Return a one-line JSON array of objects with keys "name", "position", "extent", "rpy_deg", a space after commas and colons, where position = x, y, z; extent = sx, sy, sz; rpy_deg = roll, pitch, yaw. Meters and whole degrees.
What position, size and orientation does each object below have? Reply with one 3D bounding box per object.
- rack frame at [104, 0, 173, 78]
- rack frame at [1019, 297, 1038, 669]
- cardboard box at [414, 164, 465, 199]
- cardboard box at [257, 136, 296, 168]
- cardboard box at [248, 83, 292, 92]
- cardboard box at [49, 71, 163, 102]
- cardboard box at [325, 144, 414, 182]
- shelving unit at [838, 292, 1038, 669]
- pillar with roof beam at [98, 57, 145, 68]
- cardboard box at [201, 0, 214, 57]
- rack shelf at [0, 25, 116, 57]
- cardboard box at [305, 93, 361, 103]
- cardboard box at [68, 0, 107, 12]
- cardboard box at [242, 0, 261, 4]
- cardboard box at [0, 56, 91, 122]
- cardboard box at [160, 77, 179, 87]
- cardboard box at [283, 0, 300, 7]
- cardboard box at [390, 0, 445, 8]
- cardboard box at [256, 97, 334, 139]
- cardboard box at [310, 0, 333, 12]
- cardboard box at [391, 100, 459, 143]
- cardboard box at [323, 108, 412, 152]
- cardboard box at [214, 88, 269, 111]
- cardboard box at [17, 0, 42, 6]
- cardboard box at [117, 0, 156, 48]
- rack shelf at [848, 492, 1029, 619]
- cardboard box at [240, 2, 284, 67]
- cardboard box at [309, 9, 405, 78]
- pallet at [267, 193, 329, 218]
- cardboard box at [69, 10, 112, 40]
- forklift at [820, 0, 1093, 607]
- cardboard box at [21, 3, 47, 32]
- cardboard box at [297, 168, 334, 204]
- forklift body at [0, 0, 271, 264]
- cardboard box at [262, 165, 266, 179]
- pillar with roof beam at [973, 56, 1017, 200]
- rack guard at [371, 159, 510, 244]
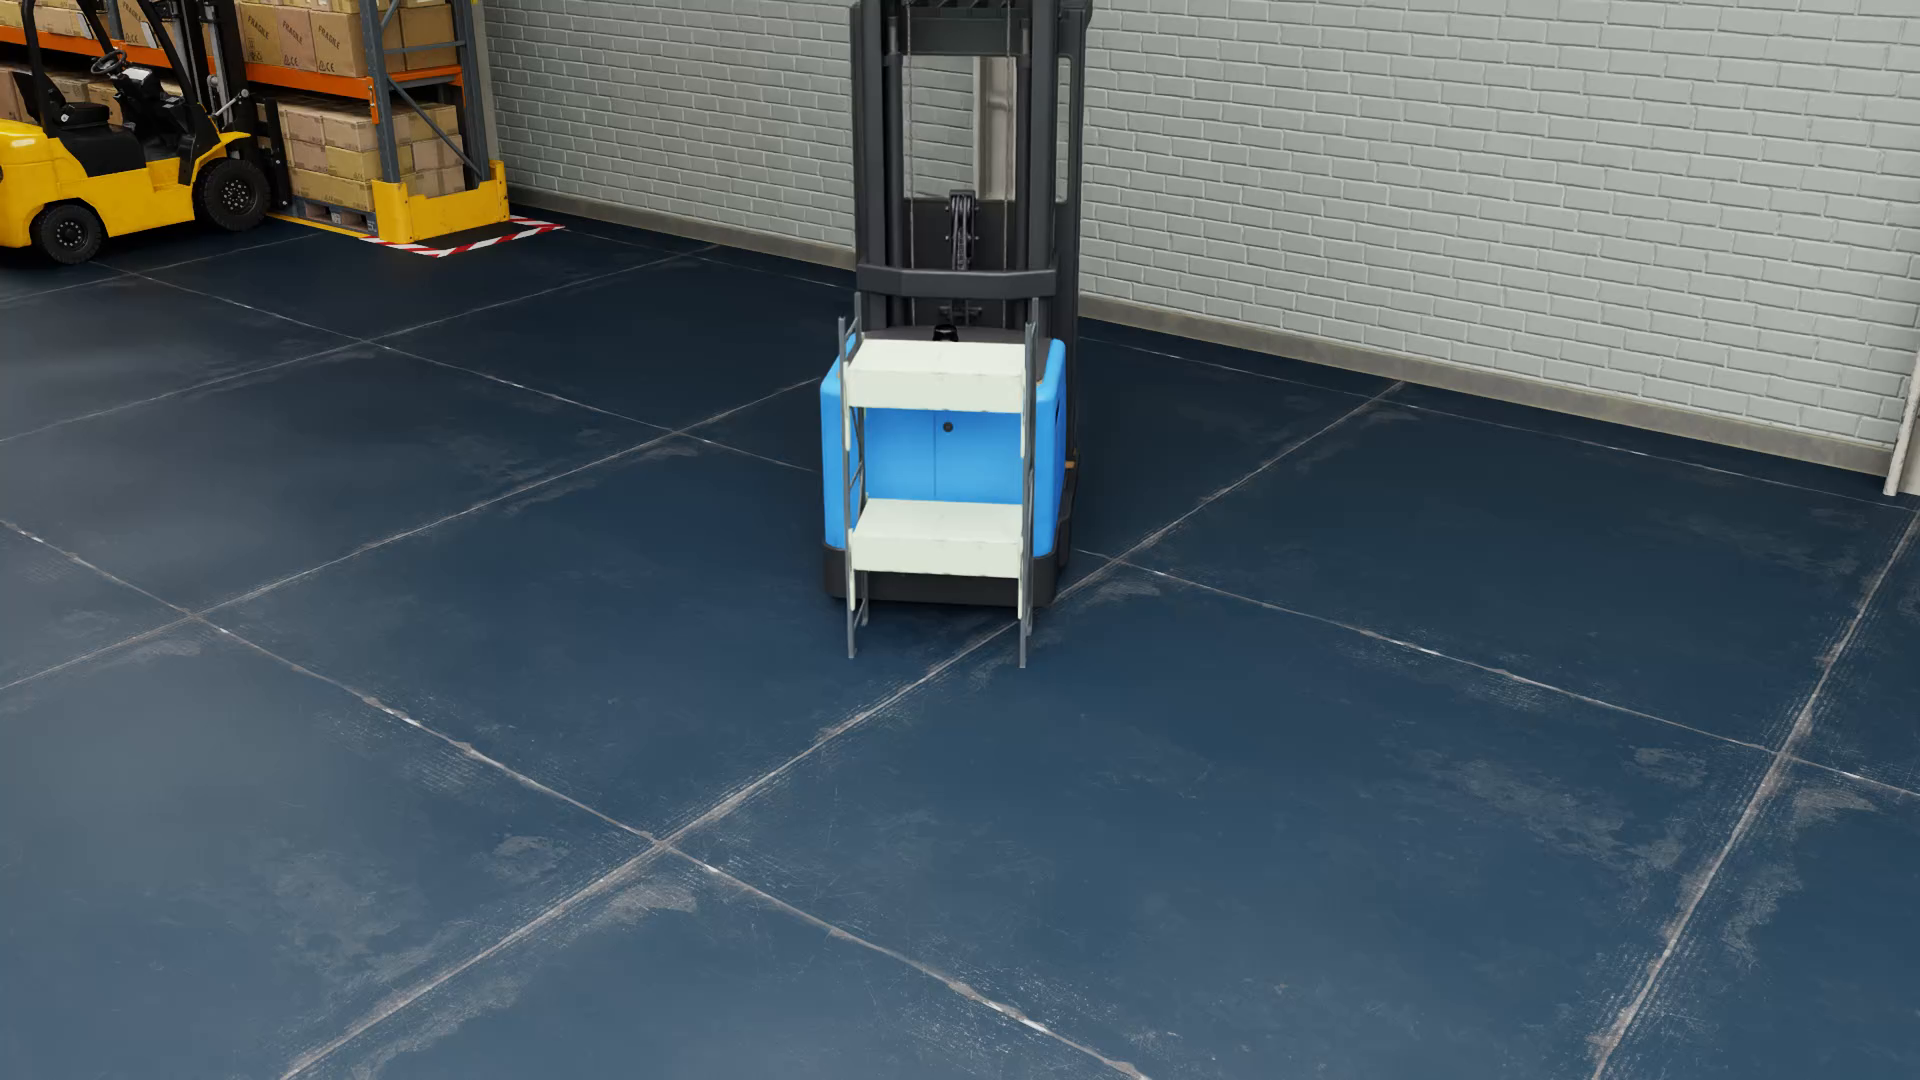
[{"name": "rack frame", "position": [-7.649, -5.029, 15.944], "extent": [0.127, 3.000, 1.000], "rpy_deg": [17, 29, 33]}, {"name": "rack frame", "position": [0.285, -0.221, 6.891], "extent": [0.023, 1.500, 0.400], "rpy_deg": [3, 24, 6]}, {"name": "cardboard box", "position": [-4.724, -3.178, 14.631], "extent": [0.500, 0.250, 0.500], "rpy_deg": [17, 29, 34]}, {"name": "cardboard box", "position": [-5.846, -3.484, 14.707], "extent": [0.500, 0.250, 0.500], "rpy_deg": [16, 28, 32]}, {"name": "cardboard box", "position": [-6.329, -4.120, 15.529], "extent": [0.500, 0.250, 0.500], "rpy_deg": [17, 29, 34]}, {"name": "cardboard box", "position": [-8.690, -4.447, 17.048], "extent": [0.625, 0.625, 0.875], "rpy_deg": [16, 29, 33]}, {"name": "cardboard box", "position": [-5.026, -3.242, 14.156], "extent": [0.500, 0.250, 0.500], "rpy_deg": [16, 29, 33]}, {"name": "shelving unit", "position": [-0.078, -0.238, 6.930], "extent": [0.755, 1.500, 0.431], "rpy_deg": [3, 24, 6]}, {"name": "pillar with roof beam", "position": [-11.848, -7.328, 13.722], "extent": [0.400, 9.000, 9.100], "rpy_deg": [17, 29, 33]}, {"name": "cardboard box", "position": [-6.618, -4.641, 14.939], "extent": [0.500, 0.500, 0.500], "rpy_deg": [16, 29, 33]}, {"name": "rack shelf", "position": [-9.250, -5.184, 17.187], "extent": [4.000, 0.370, 1.077], "rpy_deg": [17, 29, 33]}, {"name": "cardboard box", "position": [-5.516, -3.875, 14.973], "extent": [0.500, 0.250, 0.500], "rpy_deg": [17, 29, 33]}, {"name": "cardboard box", "position": [-8.196, -5.226, 15.956], "extent": [0.500, 0.250, 0.500], "rpy_deg": [16, 28, 32]}, {"name": "cardboard box", "position": [-5.935, -4.700, 14.269], "extent": [0.250, 0.149, 0.380], "rpy_deg": [17, 29, 34]}, {"name": "cardboard box", "position": [-9.832, -4.791, 17.829], "extent": [0.625, 0.625, 0.875], "rpy_deg": [18, 29, 35]}, {"name": "cardboard box", "position": [-7.451, -4.203, 15.717], "extent": [0.500, 0.250, 0.500], "rpy_deg": [16, 29, 33]}, {"name": "cardboard box", "position": [-5.479, -4.596, 14.033], "extent": [0.250, 0.149, 0.380], "rpy_deg": [17, 29, 33]}, {"name": "cardboard box", "position": [-4.565, -4.570, 13.974], "extent": [0.250, 0.149, 0.380], "rpy_deg": [16, 28, 32]}, {"name": "cardboard box", "position": [-5.826, -3.705, 14.587], "extent": [0.500, 0.250, 0.500], "rpy_deg": [17, 29, 34]}, {"name": "cardboard box", "position": [-5.117, -4.450, 13.702], "extent": [0.250, 0.149, 0.380], "rpy_deg": [17, 29, 34]}, {"name": "cardboard box", "position": [-4.720, -3.631, 14.419], "extent": [0.500, 0.250, 0.500], "rpy_deg": [16, 29, 33]}, {"name": "cardboard box", "position": [-5.004, -3.464, 14.041], "extent": [0.500, 0.250, 0.500], "rpy_deg": [18, 29, 35]}, {"name": "cardboard box", "position": [-6.642, -3.959, 15.164], "extent": [0.500, 0.250, 0.500], "rpy_deg": [18, 29, 35]}, {"name": "cardboard box", "position": [-9.017, -5.473, 16.518], "extent": [0.500, 0.250, 0.500], "rpy_deg": [17, 29, 34]}, {"name": "cardboard box", "position": [-7.451, -4.884, 15.489], "extent": [0.500, 0.500, 0.500], "rpy_deg": [16, 28, 32]}, {"name": "rack shelf", "position": [-0.078, 0.060, 7.061], "extent": [0.720, 0.370, 0.431], "rpy_deg": [3, 24, 6]}, {"name": "cardboard box", "position": [-5.820, -4.394, 14.379], "extent": [0.500, 0.500, 0.500], "rpy_deg": [16, 29, 32]}, {"name": "cardboard box", "position": [-5.000, -4.142, 13.807], "extent": [0.500, 0.500, 0.500], "rpy_deg": [16, 28, 32]}, {"name": "pallet", "position": [-6.058, -3.253, 15.370], "extent": [1.213, 0.211, 1.003], "rpy_deg": [17, 29, 33]}, {"name": "cardboard box", "position": [-8.210, -4.998, 16.060], "extent": [0.500, 0.250, 0.500], "rpy_deg": [18, 29, 34]}, {"name": "forklift", "position": [0.065, -1.601, 8.248], "extent": [1.130, 2.935, 3.031], "rpy_deg": [3, 24, 6]}, {"name": "cardboard box", "position": [-8.994, -5.248, 16.626], "extent": [0.500, 0.250, 0.500], "rpy_deg": [17, 29, 34]}, {"name": "cardboard box", "position": [-5.406, -3.131, 14.525], "extent": [0.500, 0.250, 0.500], "rpy_deg": [17, 29, 33]}, {"name": "forklift body", "position": [-7.060, -3.544, 13.625], "extent": [1.214, 2.155, 2.313], "rpy_deg": [17, 29, 33]}, {"name": "cardboard box", "position": [-6.230, -3.373, 15.075], "extent": [0.500, 0.250, 0.500], "rpy_deg": [18, 29, 35]}, {"name": "pillar with roof beam", "position": [-2.246, -4.427, 7.136], "extent": [0.400, 9.000, 9.100], "rpy_deg": [17, 29, 33]}, {"name": "rack guard", "position": [-4.430, -2.912, 14.240], "extent": [0.348, 0.500, 1.175], "rpy_deg": [17, 29, 33]}]
